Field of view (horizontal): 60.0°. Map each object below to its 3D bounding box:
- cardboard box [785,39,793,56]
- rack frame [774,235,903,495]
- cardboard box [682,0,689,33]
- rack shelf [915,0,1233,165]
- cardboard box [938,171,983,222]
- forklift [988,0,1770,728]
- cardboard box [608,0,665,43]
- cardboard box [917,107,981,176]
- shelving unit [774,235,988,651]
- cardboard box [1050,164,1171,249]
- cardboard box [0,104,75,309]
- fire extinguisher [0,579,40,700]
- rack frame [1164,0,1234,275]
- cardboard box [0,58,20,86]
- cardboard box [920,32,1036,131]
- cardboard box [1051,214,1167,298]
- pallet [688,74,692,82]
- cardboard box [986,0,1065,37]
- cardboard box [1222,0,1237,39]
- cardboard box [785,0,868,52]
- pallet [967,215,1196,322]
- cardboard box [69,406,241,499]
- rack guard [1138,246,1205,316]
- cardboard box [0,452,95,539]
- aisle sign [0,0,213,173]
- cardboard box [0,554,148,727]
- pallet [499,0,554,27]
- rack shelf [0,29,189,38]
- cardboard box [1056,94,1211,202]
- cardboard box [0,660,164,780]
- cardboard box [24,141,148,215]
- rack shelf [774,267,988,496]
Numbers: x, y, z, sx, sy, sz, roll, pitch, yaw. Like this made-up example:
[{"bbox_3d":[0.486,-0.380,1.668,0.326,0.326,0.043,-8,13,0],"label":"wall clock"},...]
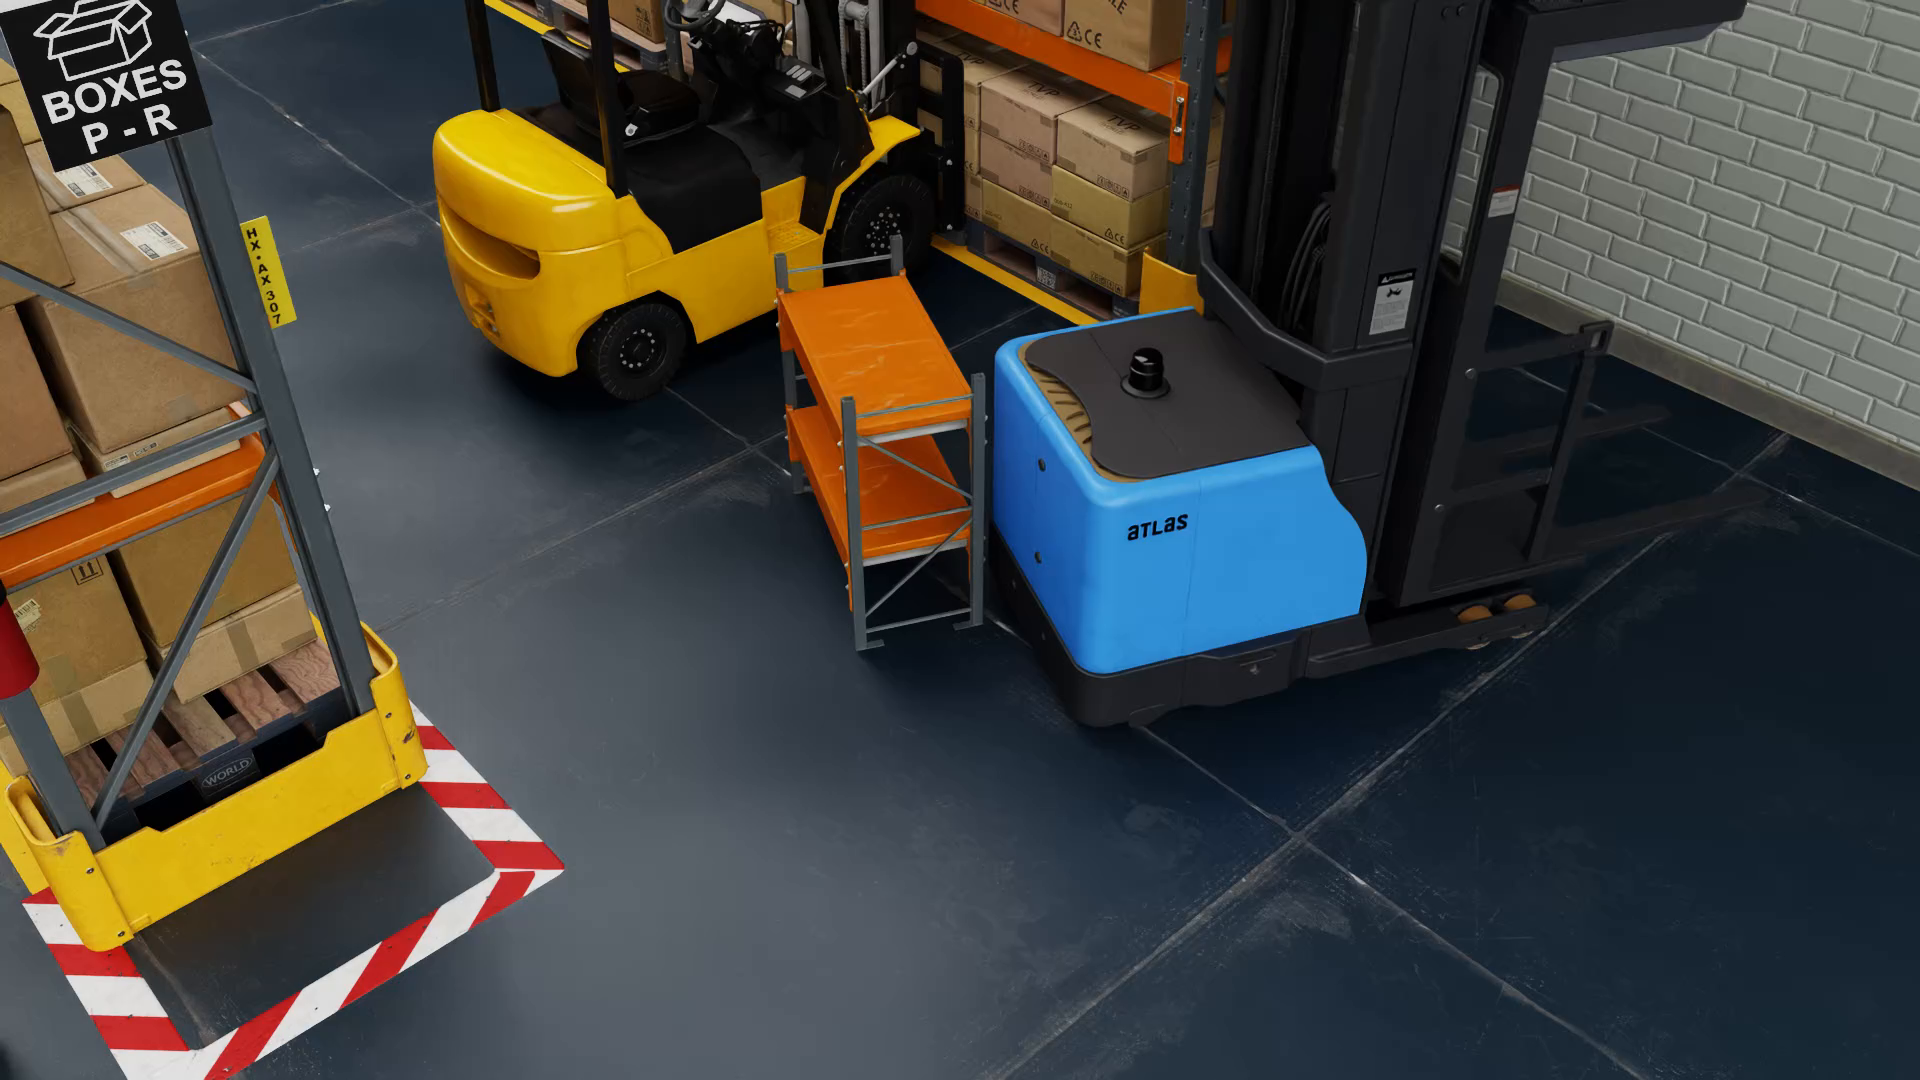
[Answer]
[{"bbox_3d":[-0.592,-2.589,9.024,0.500,0.250,0.500,-30,48,-32],"label":"cardboard box"},{"bbox_3d":[-0.463,-0.685,6.703,0.500,1.125,0.032,-11,40,-14],"label":"rack frame"},{"bbox_3d":[-1.266,-3.058,9.606,0.500,0.250,0.500,-30,48,-32],"label":"cardboard box"},{"bbox_3d":[-0.013,-2.920,8.550,1.077,0.370,4.000,-30,48,-32],"label":"rack shelf"},{"bbox_3d":[0.128,-1.920,8.595,0.500,0.250,0.500,-29,47,-31],"label":"cardboard box"},{"bbox_3d":[1.685,-1.031,5.694,3.031,2.935,1.130,-12,40,-15],"label":"forklift"},{"bbox_3d":[-1.727,-3.602,10.378,0.875,0.625,0.625,-28,46,-30],"label":"cardboard box"},{"bbox_3d":[0.084,-2.121,8.445,0.500,0.250,0.500,-31,48,-33],"label":"cardboard box"},{"bbox_3d":[-0.310,-0.381,6.326,0.538,1.125,1.048,-11,40,-14],"label":"shelving unit"},{"bbox_3d":[0.780,-1.655,7.868,0.500,0.250,0.500,-31,48,-32],"label":"cardboard box"},{"bbox_3d":[-2.820,-0.850,4.303,0.700,0.500,0.500,-31,48,-33],"label":"cardboard box"},{"bbox_3d":[-2.576,0.116,4.281,0.296,0.674,0.183,-30,48,-32],"label":"fire extinguisher"},{"bbox_3d":[1.340,-2.274,7.178,1.000,3.000,0.127,-30,48,-32],"label":"rack frame"},{"bbox_3d":[-3.478,-1.360,5.731,0.500,0.500,0.500,-31,48,-33],"label":"cardboard box"},{"bbox_3d":[0.100,-2.300,8.269,0.500,0.250,0.500,-29,47,-31],"label":"cardboard box"},{"bbox_3d":[0.789,-1.451,8.013,0.500,0.250,0.500,-30,47,-31],"label":"cardboard box"},{"bbox_3d":[-0.859,-2.655,9.869,1.003,0.211,1.213,-30,48,-32],"label":"pallet"},{"bbox_3d":[0.469,-2.673,7.593,0.500,0.500,0.500,-28,47,-31],"label":"cardboard box"},{"bbox_3d":[1.209,-2.660,7.577,0.500,0.500,0.500,-28,47,-30],"label":"cardboard box"},{"bbox_3d":[-0.586,-2.784,8.869,0.500,0.250,0.500,-28,47,-30],"label":"cardboard box"},{"bbox_3d":[0.792,-1.525,8.471,1.003,0.211,1.213,-30,48,-32],"label":"pallet"},{"bbox_3d":[-2.391,-0.310,4.947,0.380,0.149,0.250,-30,48,-32],"label":"cardboard box"},{"bbox_3d":[1.356,-1.290,7.950,1.175,0.500,0.348,-30,48,-32],"label":"rack guard"},{"bbox_3d":[-2.724,-0.147,4.745,0.380,0.149,0.250,-28,47,-30],"label":"cardboard box"},{"bbox_3d":[-2.044,-1.277,3.875,0.394,0.787,0.004,-30,48,-32],"label":"aisle sign"},{"bbox_3d":[-3.048,0.192,5.383,0.500,0.500,0.500,-30,47,-31],"label":"cardboard box"},{"bbox_3d":[-2.722,-3.930,11.448,1.003,0.211,1.213,-30,48,-32],"label":"pallet"},{"bbox_3d":[-3.667,-1.976,4.994,1.077,0.370,4.000,-30,48,-32],"label":"rack shelf"},{"bbox_3d":[0.799,-1.837,7.696,0.500,0.250,0.500,-28,47,-30],"label":"cardboard box"},{"bbox_3d":[-3.075,0.472,5.632,0.500,0.250,0.500,-30,48,-32],"label":"cardboard box"},{"bbox_3d":[-2.783,-0.893,5.152,0.500,0.500,0.500,-28,47,-31],"label":"cardboard box"},{"bbox_3d":[-0.310,-0.609,6.142,0.538,0.278,1.000,-11,40,-14],"label":"rack shelf"}]
